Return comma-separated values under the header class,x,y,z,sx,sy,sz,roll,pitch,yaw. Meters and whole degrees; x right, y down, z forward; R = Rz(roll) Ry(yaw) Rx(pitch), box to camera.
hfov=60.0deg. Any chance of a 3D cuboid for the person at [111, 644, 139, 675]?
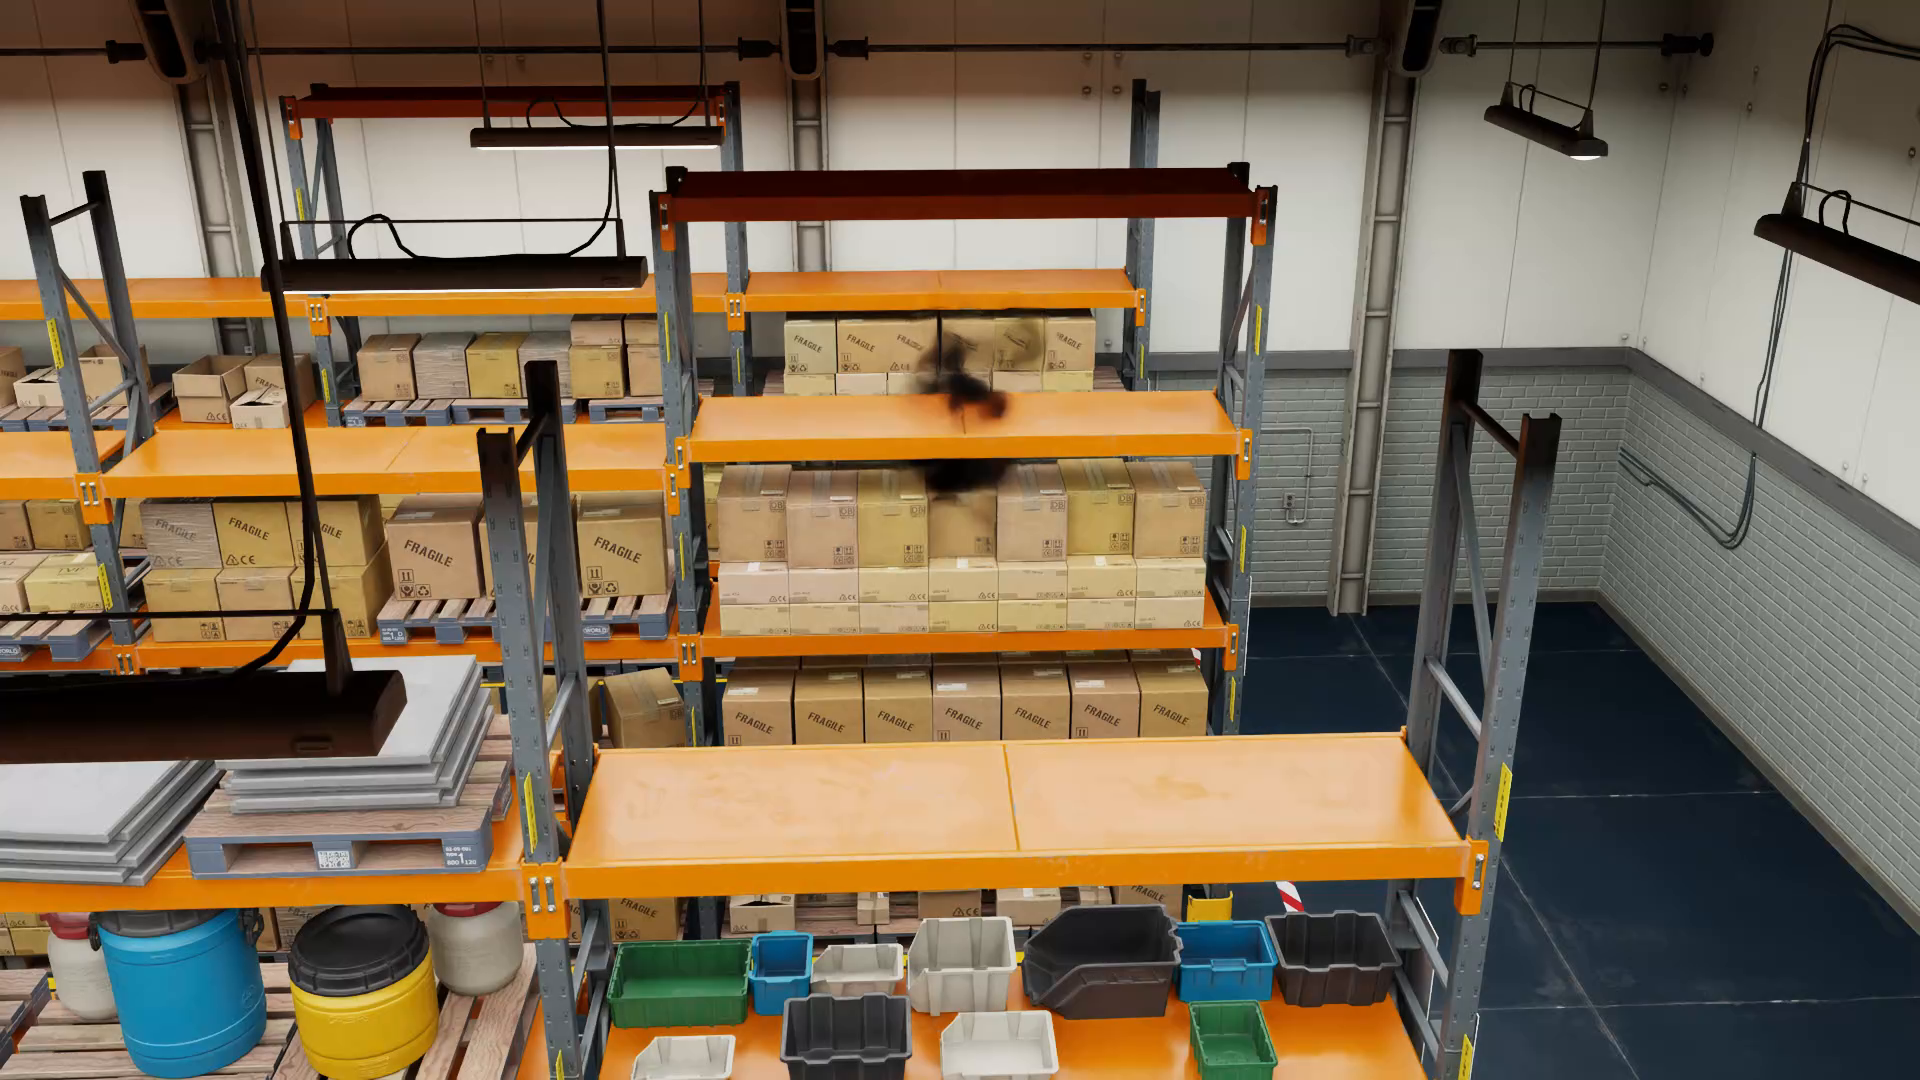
class,x,y,z,sx,sy,sz,roll,pitch,yaw
person,-7.453,1.646,14.873,0.584,1.660,0.595,-5,23,-11
